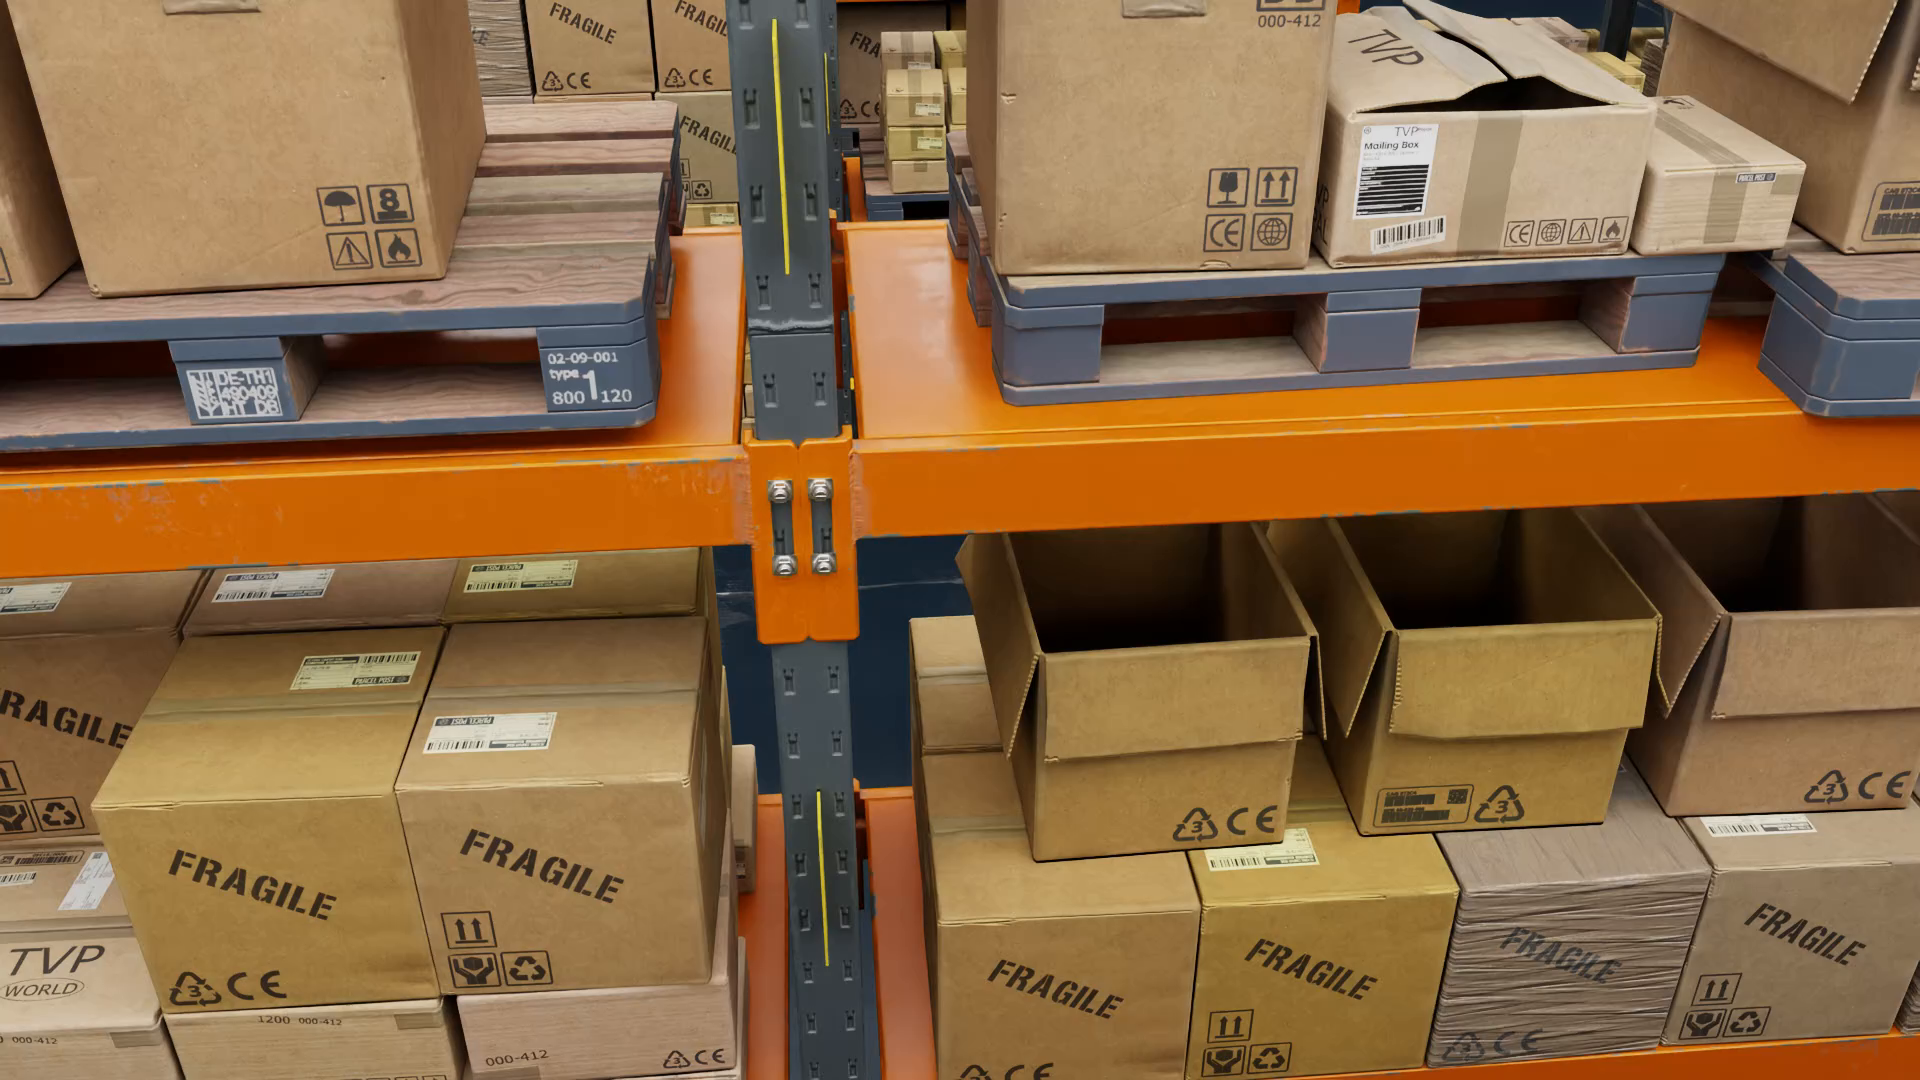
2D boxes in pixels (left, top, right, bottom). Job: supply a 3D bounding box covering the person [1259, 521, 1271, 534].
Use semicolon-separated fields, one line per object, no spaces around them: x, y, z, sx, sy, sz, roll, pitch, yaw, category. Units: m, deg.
0.973;0.228;5.742;0.678;1.658;0.491;15;34;23;person
